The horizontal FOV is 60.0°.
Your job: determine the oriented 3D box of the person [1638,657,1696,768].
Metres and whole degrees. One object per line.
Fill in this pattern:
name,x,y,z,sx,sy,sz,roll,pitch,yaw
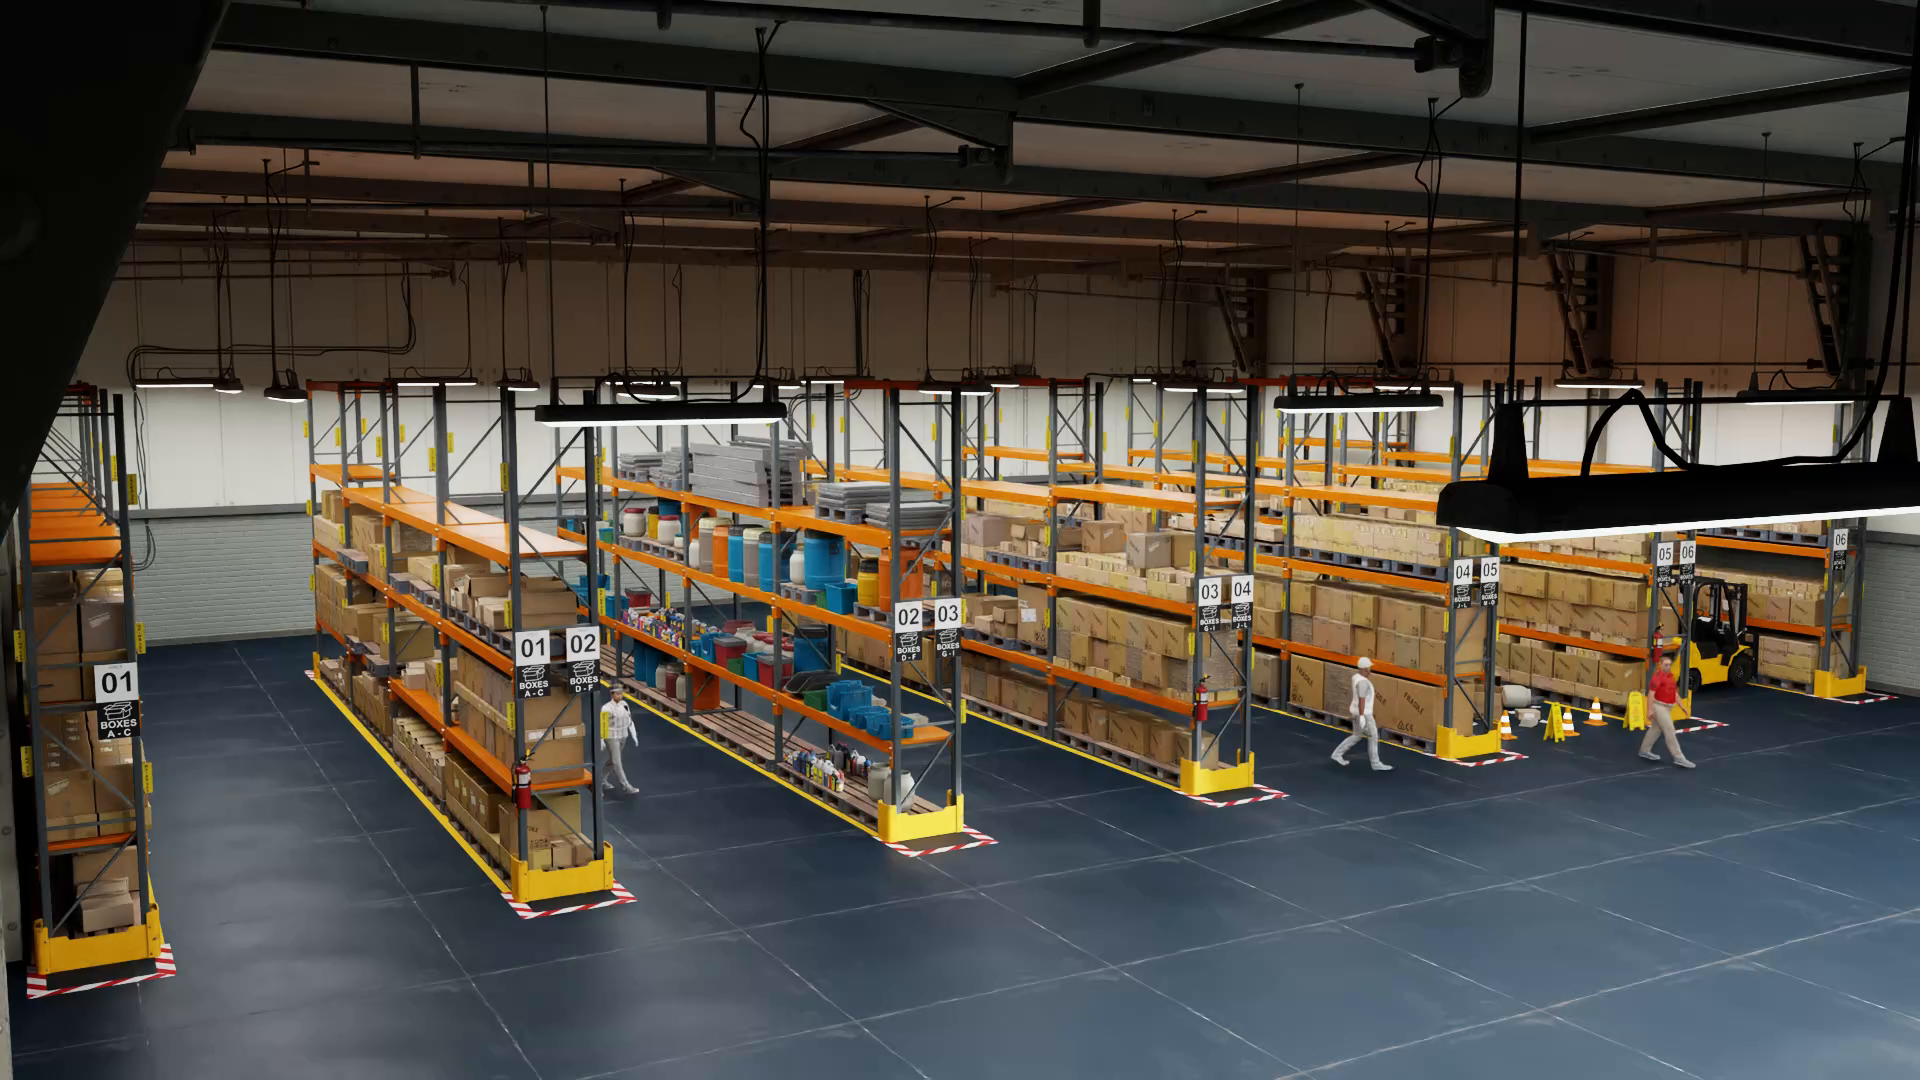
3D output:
person,11.138,2.679,26.265,0.785,1.687,0.555,6,8,43

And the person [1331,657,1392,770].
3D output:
person,6.276,2.701,25.971,0.906,1.756,0.610,0,6,3

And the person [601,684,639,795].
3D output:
person,-4.986,2.905,24.401,1.036,1.624,0.517,4,7,31
